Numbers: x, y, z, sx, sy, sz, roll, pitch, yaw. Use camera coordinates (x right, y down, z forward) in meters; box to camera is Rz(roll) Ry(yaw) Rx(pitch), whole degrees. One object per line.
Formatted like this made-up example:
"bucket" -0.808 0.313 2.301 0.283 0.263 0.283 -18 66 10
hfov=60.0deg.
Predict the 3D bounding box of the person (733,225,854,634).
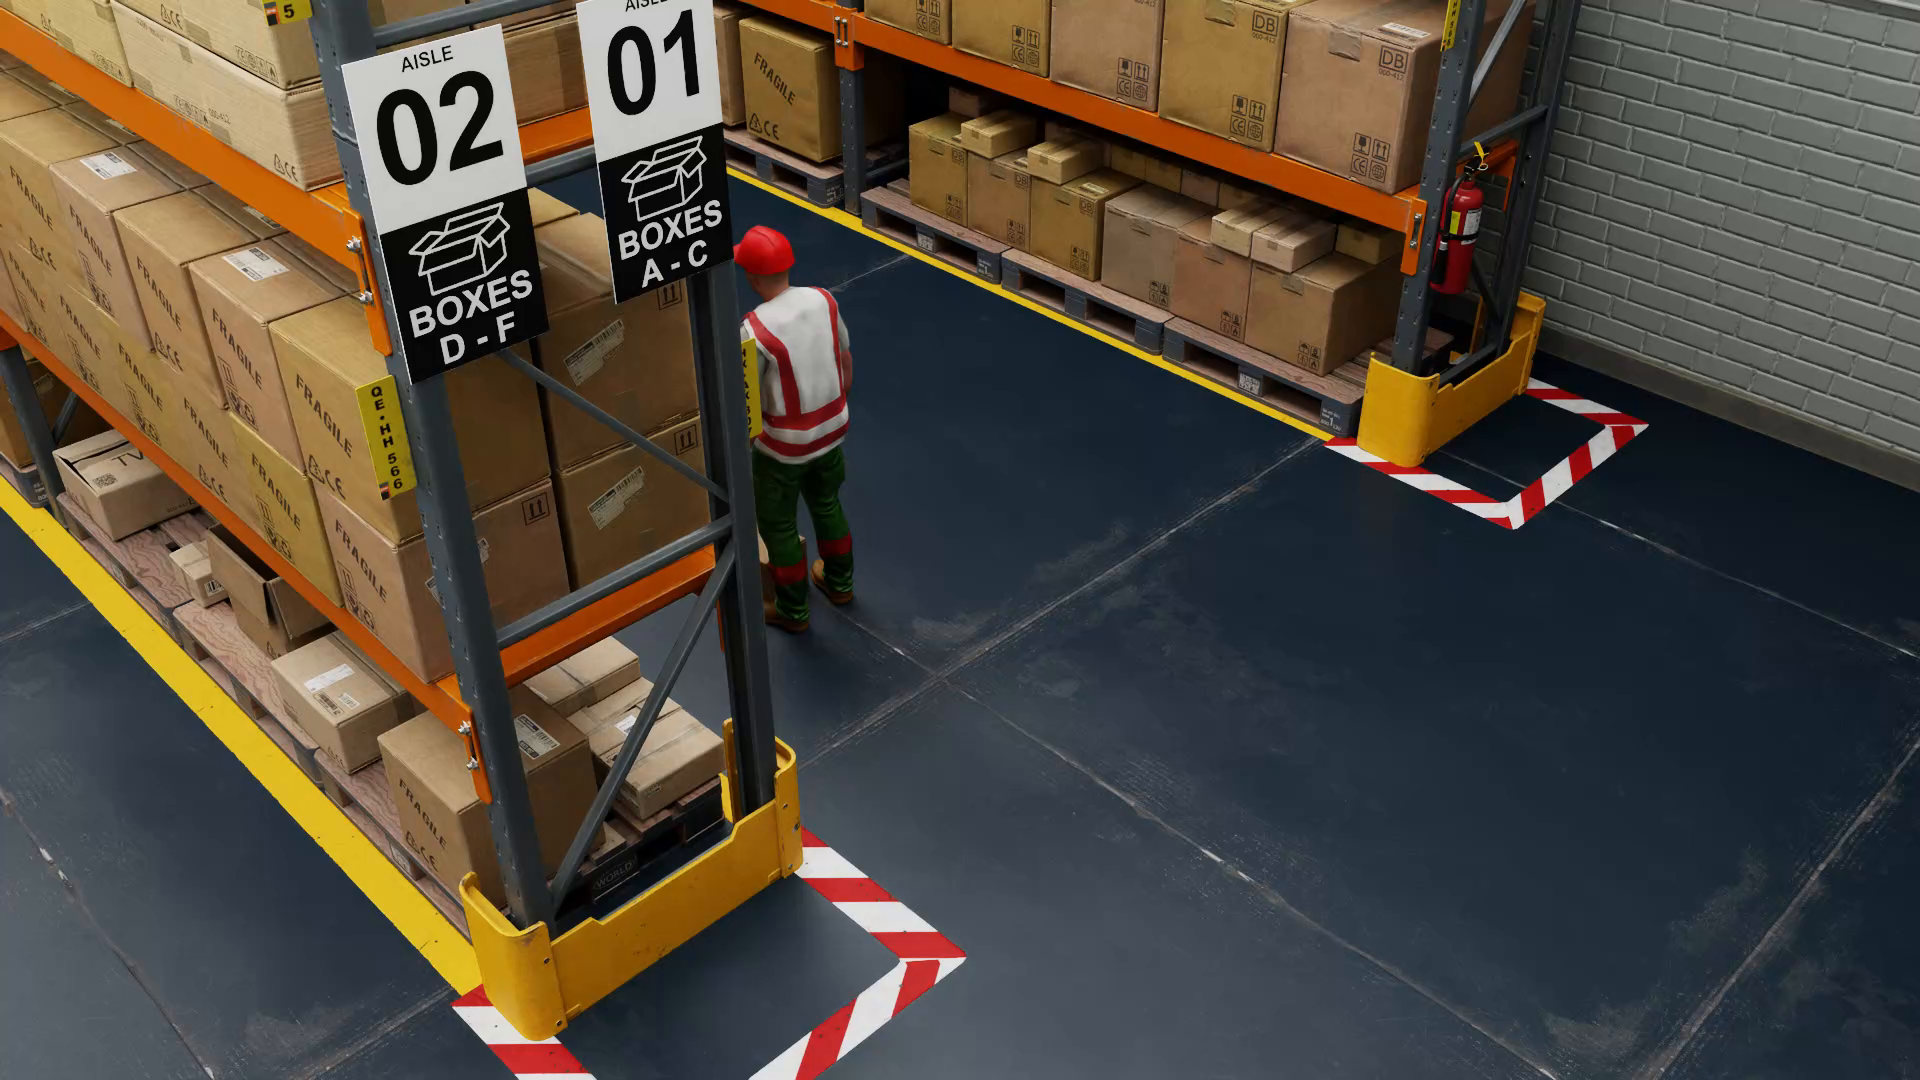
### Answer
"person" -0.683 -0.429 6.741 0.451 1.779 0.607 30 45 35
